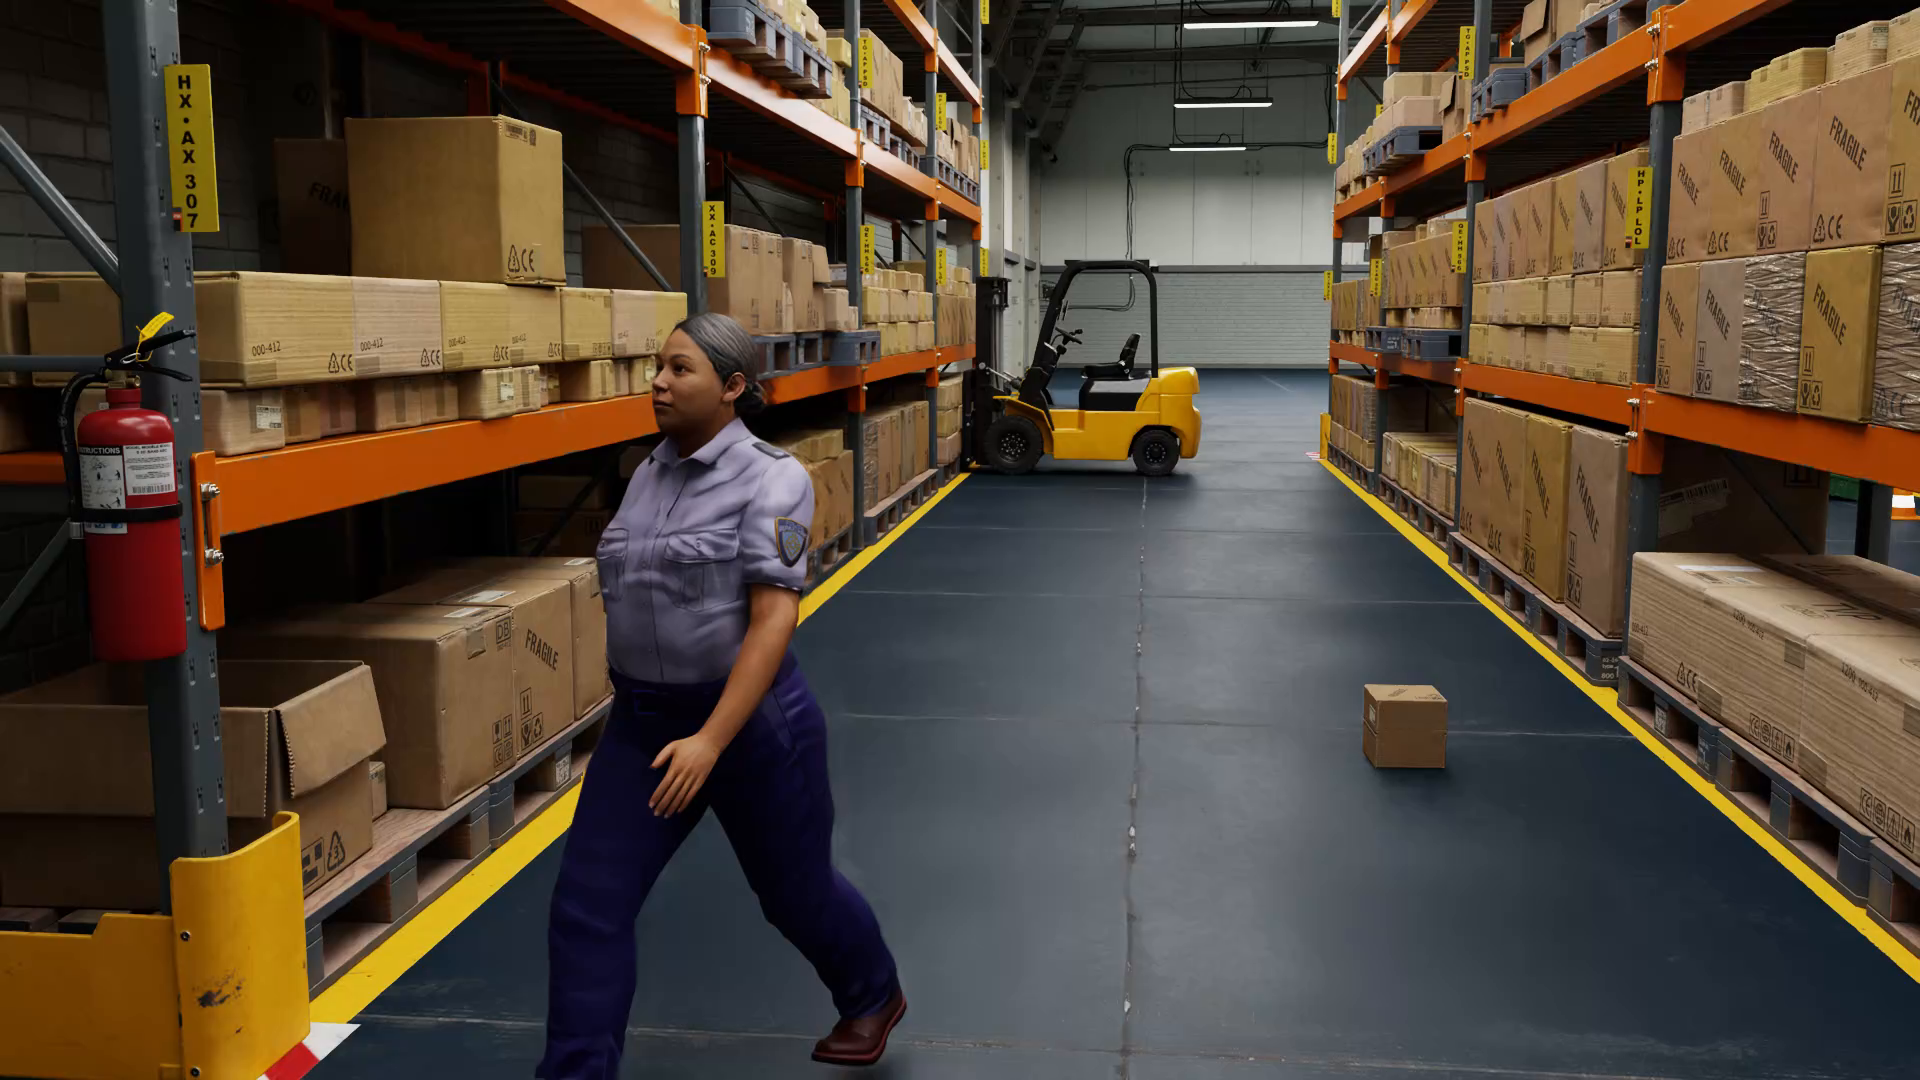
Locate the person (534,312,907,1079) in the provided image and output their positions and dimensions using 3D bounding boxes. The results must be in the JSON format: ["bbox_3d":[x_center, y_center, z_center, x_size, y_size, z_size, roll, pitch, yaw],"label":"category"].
[{"bbox_3d":[-0.487,0.367,3.168,0.482,1.587,1.043,5,9,30],"label":"person"}]
